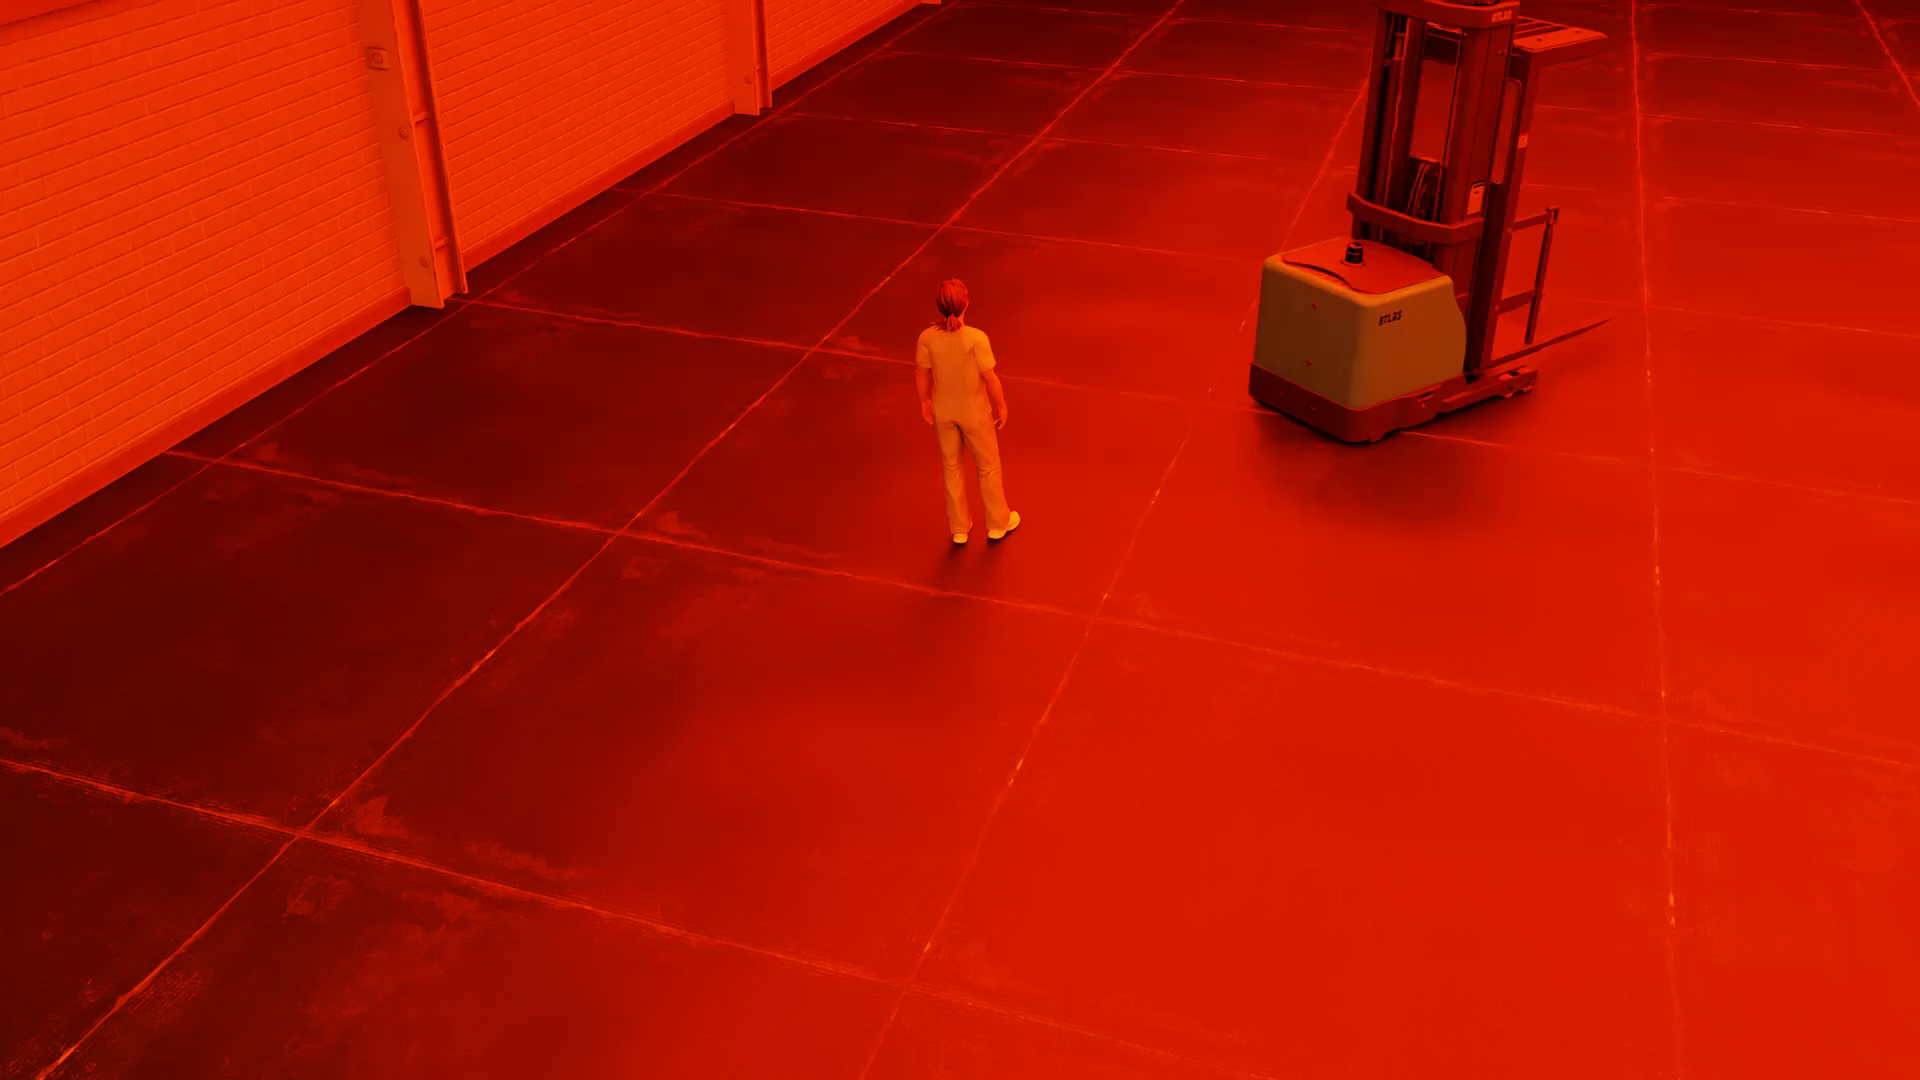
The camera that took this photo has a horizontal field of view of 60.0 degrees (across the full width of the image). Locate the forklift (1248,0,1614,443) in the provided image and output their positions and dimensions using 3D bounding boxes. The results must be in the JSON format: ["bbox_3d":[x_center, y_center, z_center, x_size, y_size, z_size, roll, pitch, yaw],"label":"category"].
[{"bbox_3d":[3.543,-2.486,11.497,3.031,2.935,1.130,-19,35,-30],"label":"forklift"}]

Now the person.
[{"bbox_3d":[0.036,-0.766,9.734,0.550,1.675,0.549,10,31,16],"label":"person"}]
